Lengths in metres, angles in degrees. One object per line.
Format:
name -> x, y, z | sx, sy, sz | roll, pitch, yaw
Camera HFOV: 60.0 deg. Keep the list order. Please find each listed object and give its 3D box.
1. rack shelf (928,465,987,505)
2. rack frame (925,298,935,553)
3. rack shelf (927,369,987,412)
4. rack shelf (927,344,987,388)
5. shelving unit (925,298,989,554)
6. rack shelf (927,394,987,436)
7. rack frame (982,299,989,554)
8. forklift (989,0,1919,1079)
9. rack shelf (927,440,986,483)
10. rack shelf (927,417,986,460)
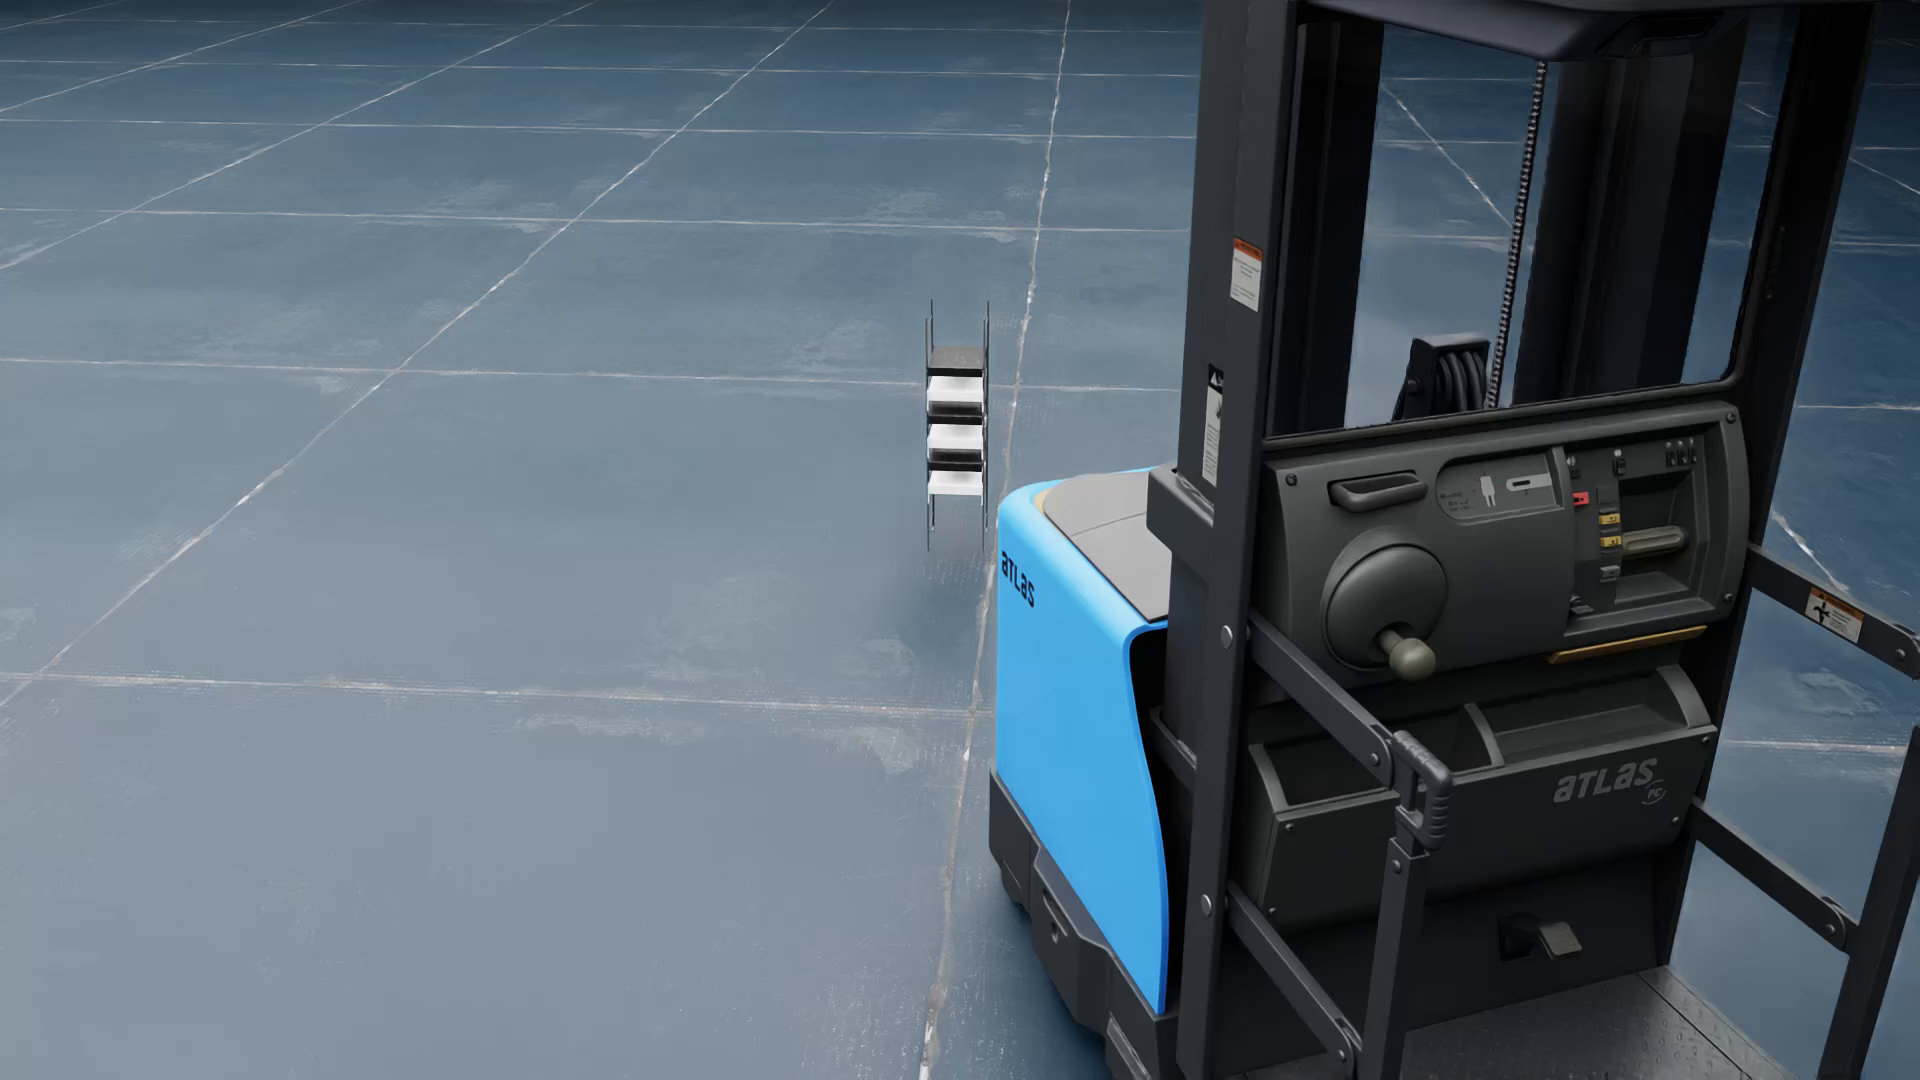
rack shelf -> -0.008, -0.215, 6.152 | 0.200, 0.077, 0.258 | 2, 25, 4
rack frame -> -0.109, -0.412, 6.070 | 0.006, 0.900, 0.240 | 2, 25, 4
rack shelf -> -0.008, -0.542, 6.001 | 0.200, 0.077, 0.258 | 2, 25, 4
rack shelf -> -0.008, -0.624, 5.964 | 0.200, 0.077, 0.258 | 2, 25, 4
shelving unit -> -0.008, -0.409, 6.062 | 0.210, 0.900, 0.258 | 2, 25, 4
rack shelf -> -0.008, -0.461, 6.039 | 0.200, 0.077, 0.258 | 2, 25, 4
rack frame -> 0.093, -0.406, 6.055 | 0.006, 0.900, 0.240 | 2, 25, 4
forklift -> 1.033, 0.032, 2.674 | 1.130, 2.935, 3.031 | -8, 26, -17
rack shelf -> -0.008, -0.297, 6.114 | 0.200, 0.077, 0.258 | 2, 25, 4
rack shelf -> -0.008, -0.379, 6.076 | 0.200, 0.077, 0.258 | 2, 25, 4
